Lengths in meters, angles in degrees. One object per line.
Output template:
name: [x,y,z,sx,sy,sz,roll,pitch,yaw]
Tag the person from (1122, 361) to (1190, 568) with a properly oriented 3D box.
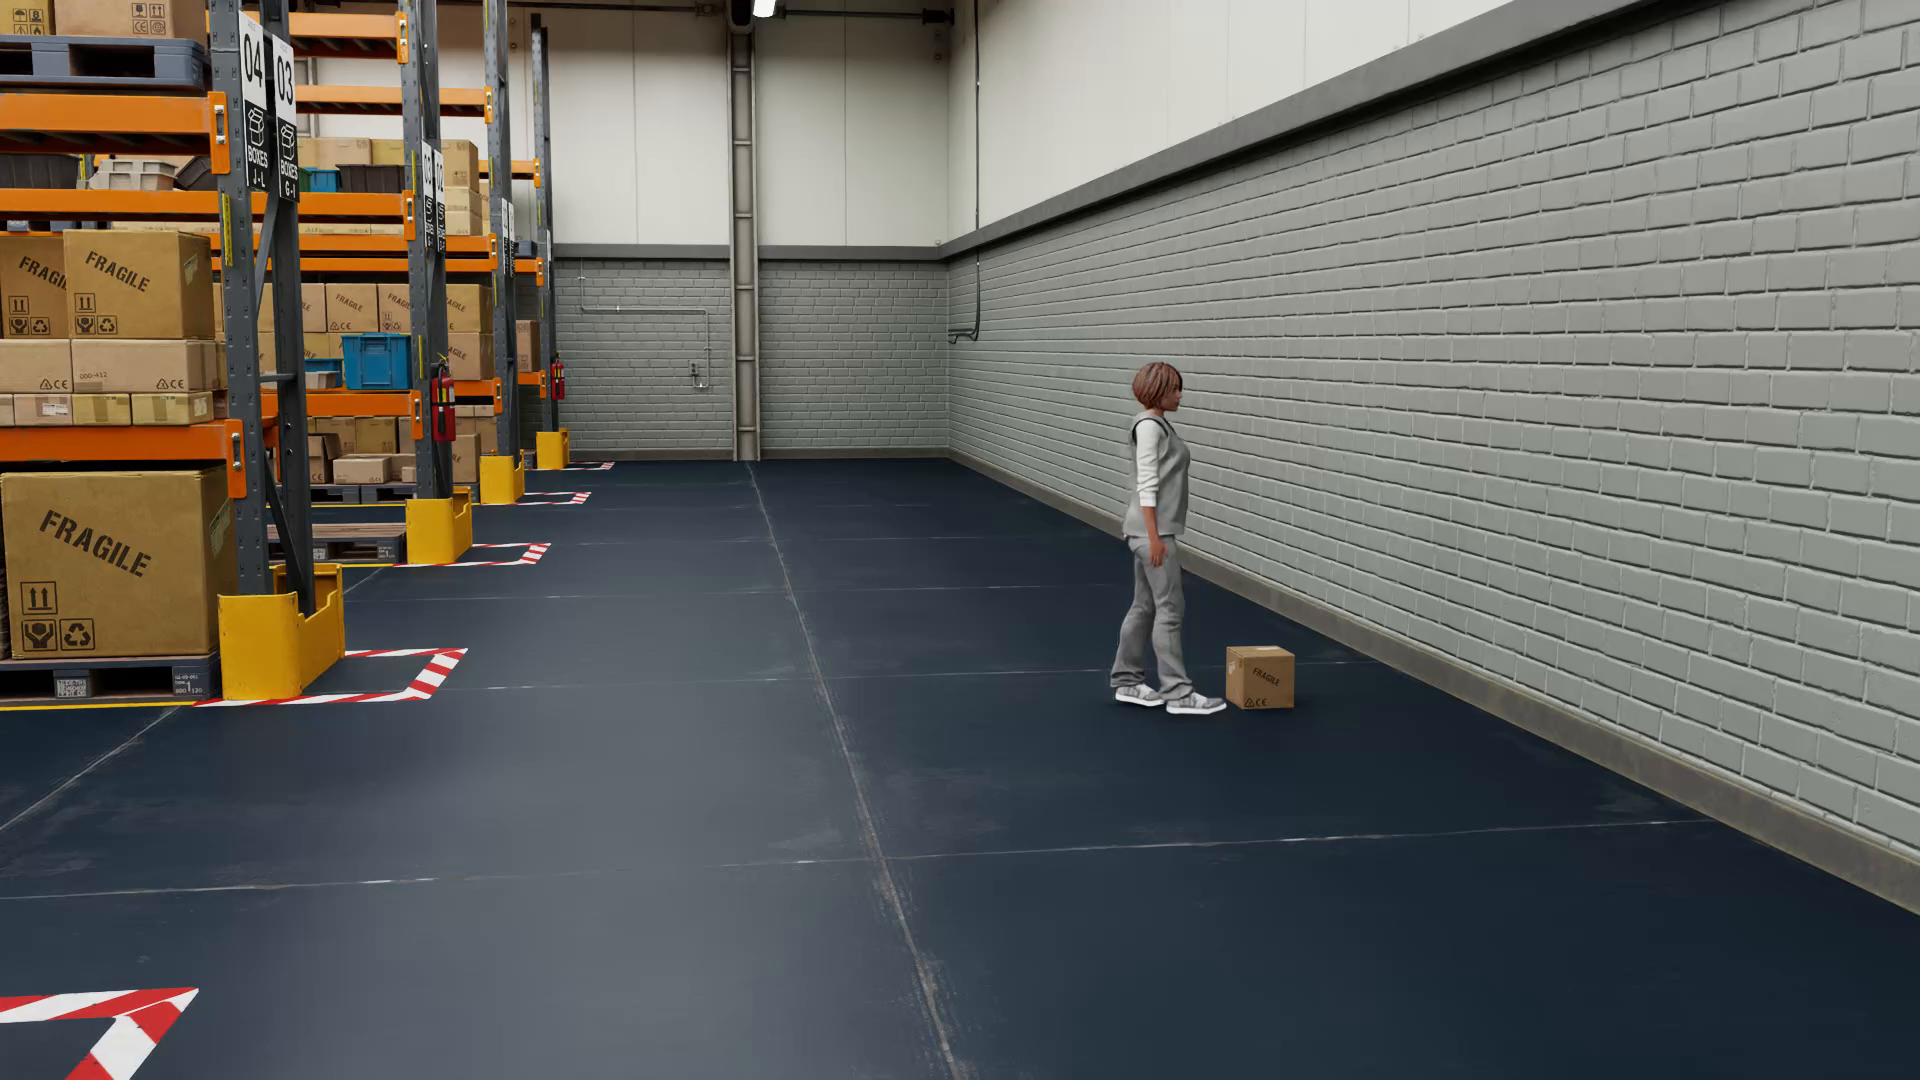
person: [0.897,-0.339,7.573,0.291,0.929,0.424,1,7,10]
